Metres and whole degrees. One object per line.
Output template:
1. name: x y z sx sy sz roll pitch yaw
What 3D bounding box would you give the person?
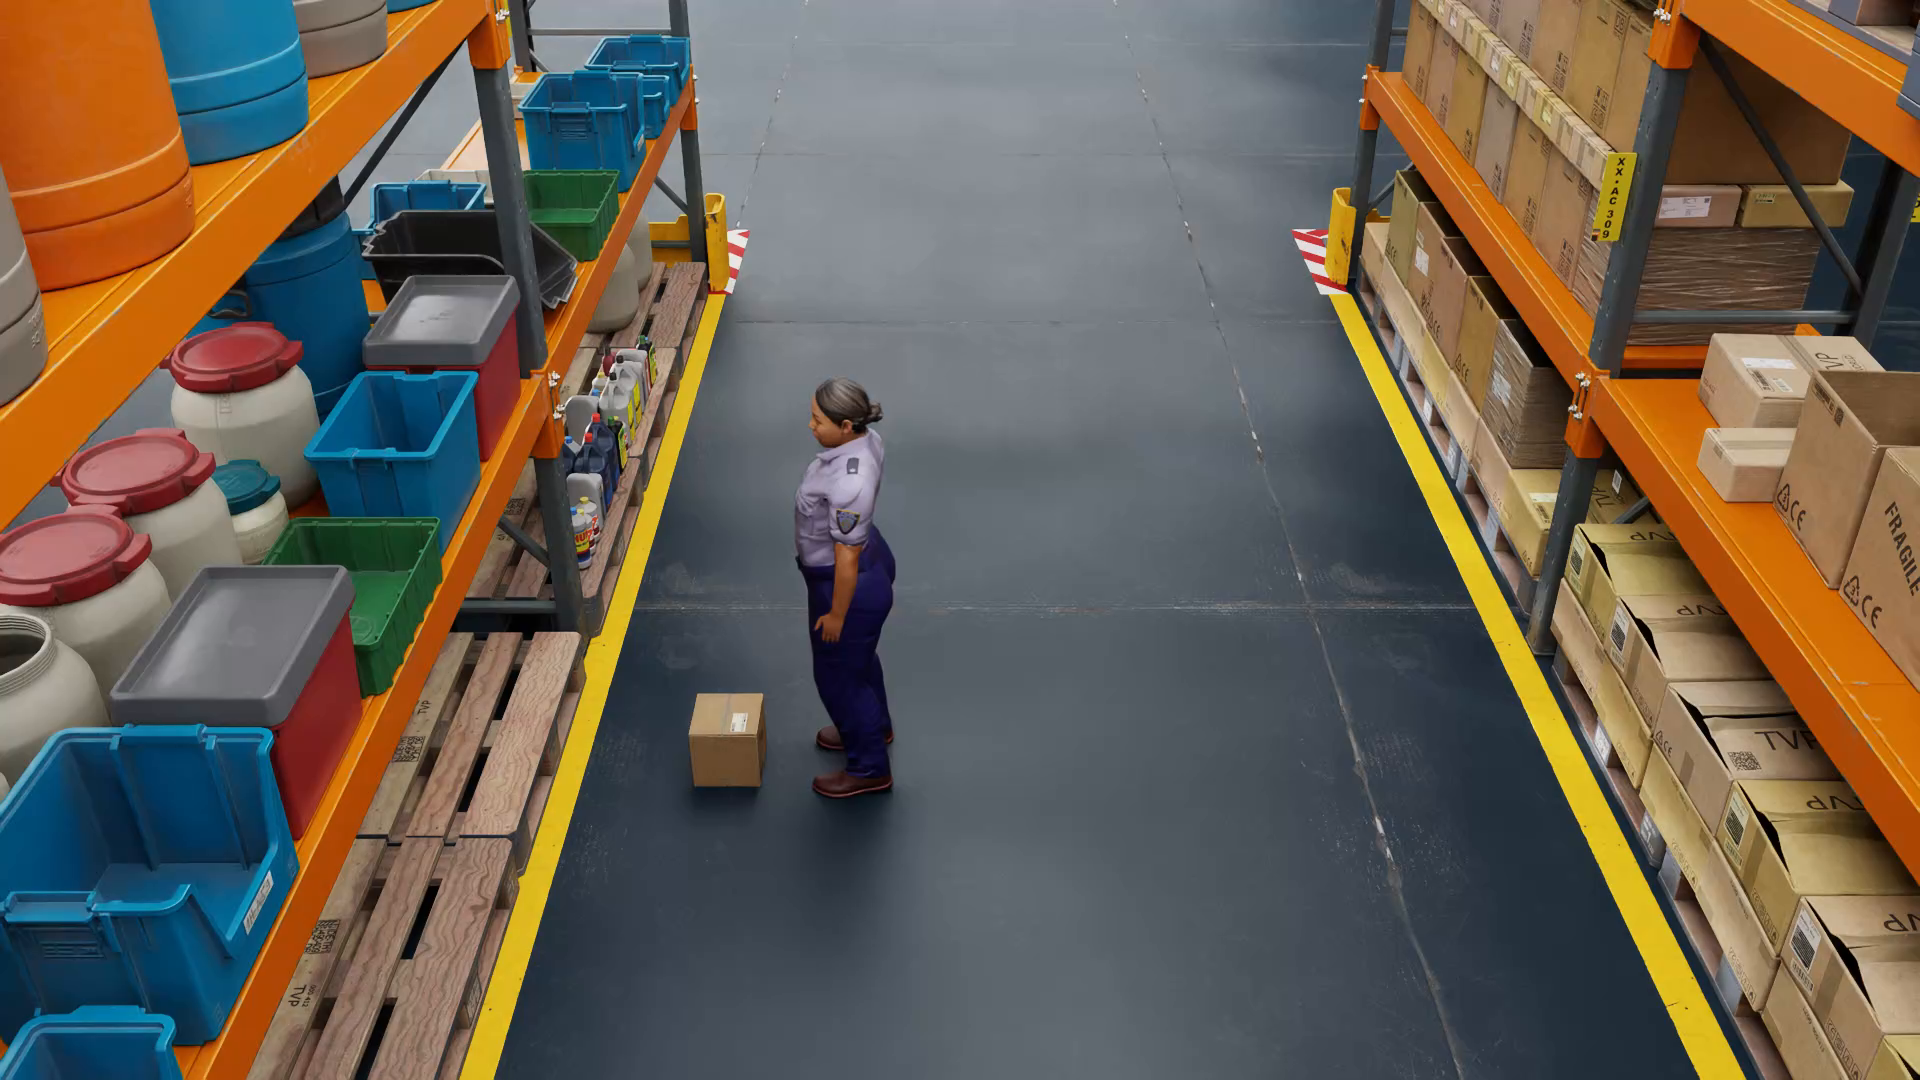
1. person: -0.403 0.171 5.885 0.342 1.642 0.469 1 32 1
